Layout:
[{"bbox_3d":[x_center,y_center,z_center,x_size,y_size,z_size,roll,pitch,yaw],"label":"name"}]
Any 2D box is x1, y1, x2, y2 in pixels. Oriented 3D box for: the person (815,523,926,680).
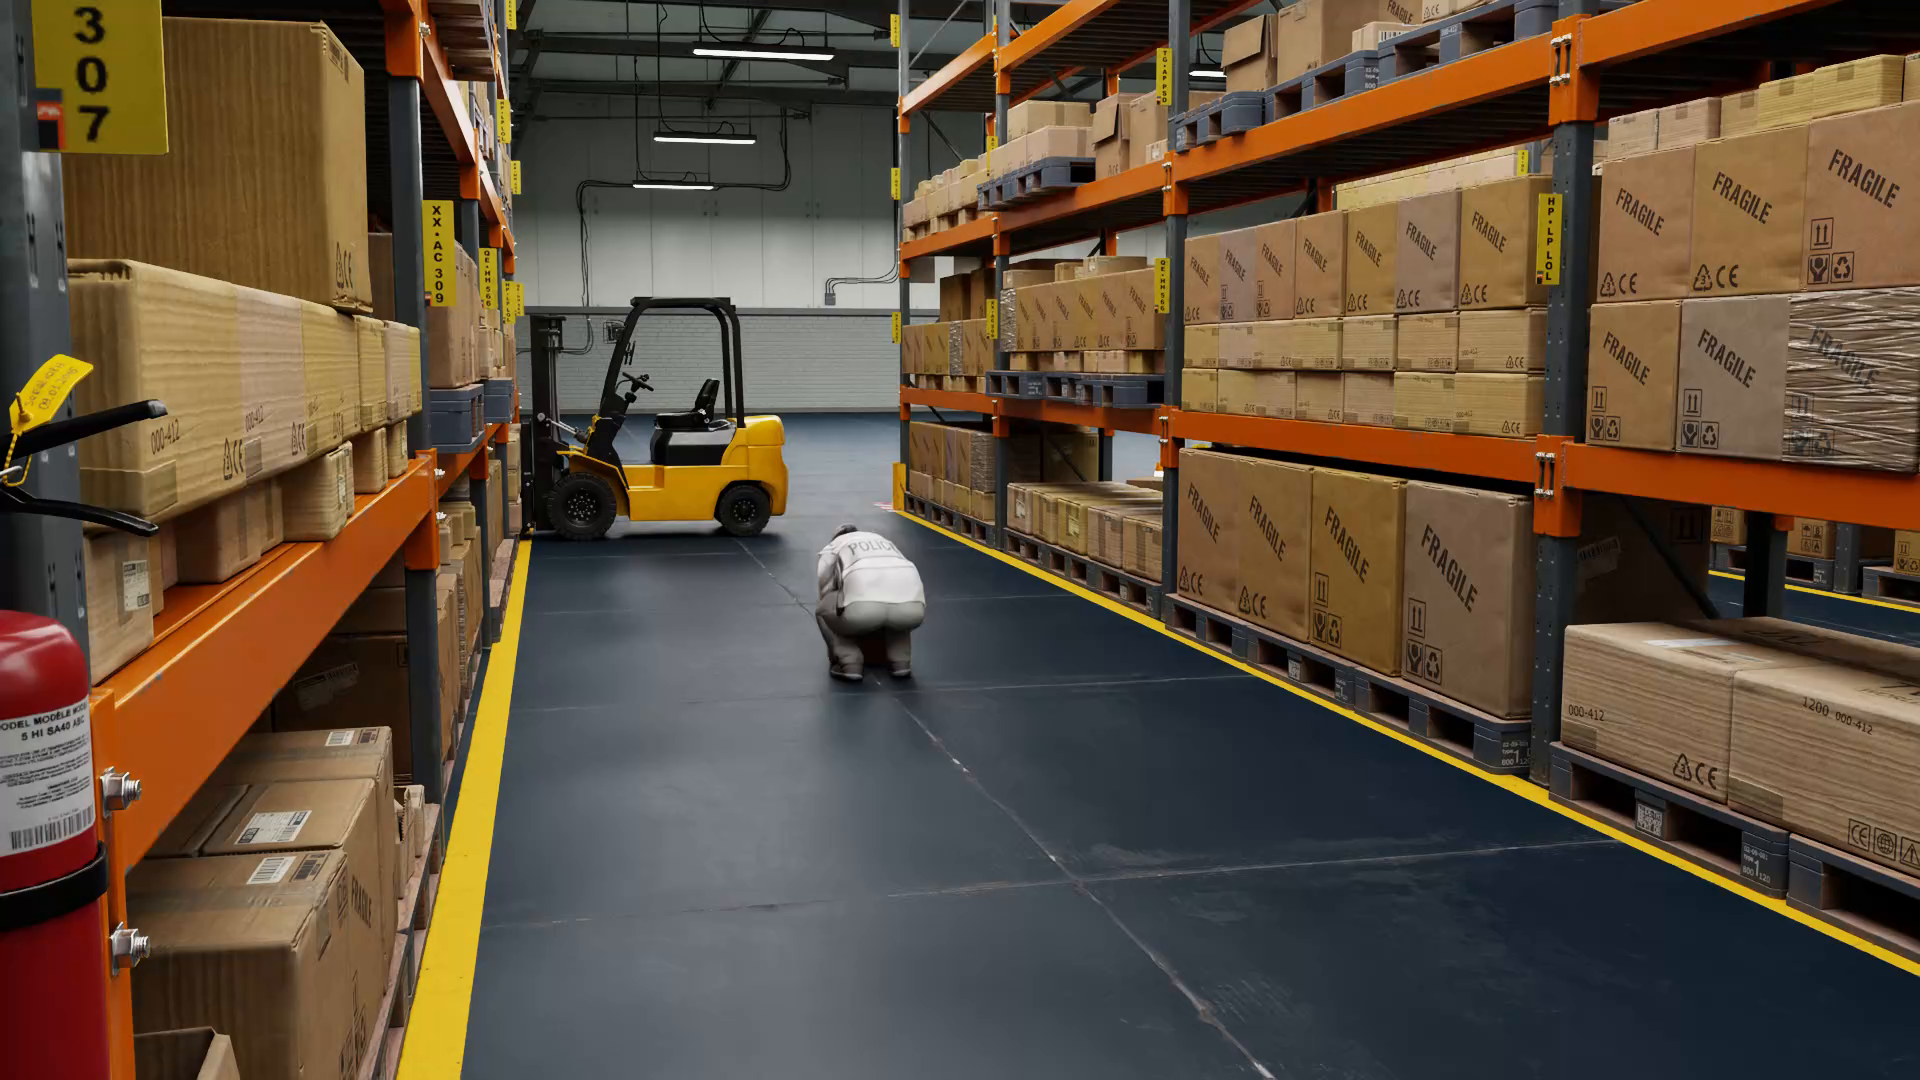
[{"bbox_3d":[-0.477,0.349,8.566,0.518,0.818,0.899,-2,6,-14],"label":"person"}]
